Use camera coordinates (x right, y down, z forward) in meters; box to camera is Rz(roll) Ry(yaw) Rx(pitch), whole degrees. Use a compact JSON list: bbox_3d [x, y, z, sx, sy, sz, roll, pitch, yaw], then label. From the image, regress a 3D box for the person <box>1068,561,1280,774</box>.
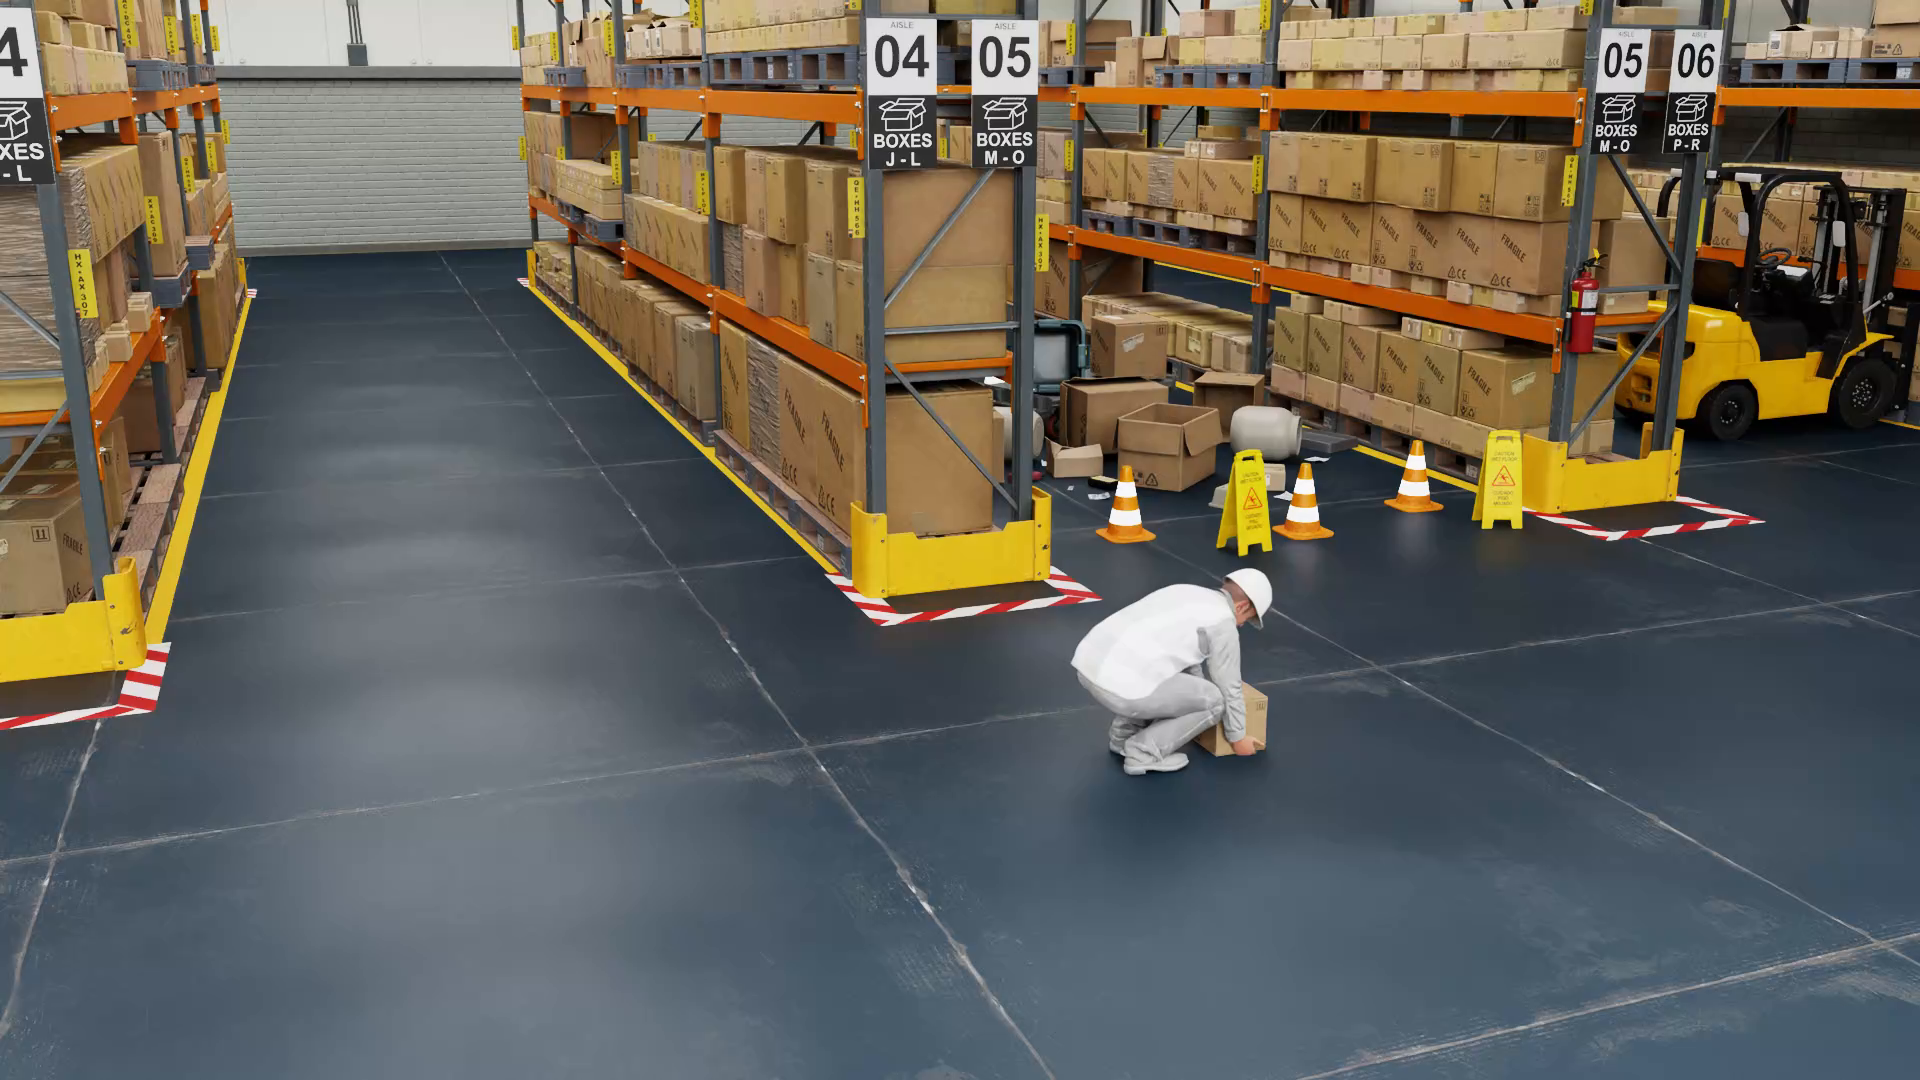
[{"bbox_3d":[0.964,0.515,7.279,1.001,0.908,0.507,-7,17,-22],"label":"person"}]
